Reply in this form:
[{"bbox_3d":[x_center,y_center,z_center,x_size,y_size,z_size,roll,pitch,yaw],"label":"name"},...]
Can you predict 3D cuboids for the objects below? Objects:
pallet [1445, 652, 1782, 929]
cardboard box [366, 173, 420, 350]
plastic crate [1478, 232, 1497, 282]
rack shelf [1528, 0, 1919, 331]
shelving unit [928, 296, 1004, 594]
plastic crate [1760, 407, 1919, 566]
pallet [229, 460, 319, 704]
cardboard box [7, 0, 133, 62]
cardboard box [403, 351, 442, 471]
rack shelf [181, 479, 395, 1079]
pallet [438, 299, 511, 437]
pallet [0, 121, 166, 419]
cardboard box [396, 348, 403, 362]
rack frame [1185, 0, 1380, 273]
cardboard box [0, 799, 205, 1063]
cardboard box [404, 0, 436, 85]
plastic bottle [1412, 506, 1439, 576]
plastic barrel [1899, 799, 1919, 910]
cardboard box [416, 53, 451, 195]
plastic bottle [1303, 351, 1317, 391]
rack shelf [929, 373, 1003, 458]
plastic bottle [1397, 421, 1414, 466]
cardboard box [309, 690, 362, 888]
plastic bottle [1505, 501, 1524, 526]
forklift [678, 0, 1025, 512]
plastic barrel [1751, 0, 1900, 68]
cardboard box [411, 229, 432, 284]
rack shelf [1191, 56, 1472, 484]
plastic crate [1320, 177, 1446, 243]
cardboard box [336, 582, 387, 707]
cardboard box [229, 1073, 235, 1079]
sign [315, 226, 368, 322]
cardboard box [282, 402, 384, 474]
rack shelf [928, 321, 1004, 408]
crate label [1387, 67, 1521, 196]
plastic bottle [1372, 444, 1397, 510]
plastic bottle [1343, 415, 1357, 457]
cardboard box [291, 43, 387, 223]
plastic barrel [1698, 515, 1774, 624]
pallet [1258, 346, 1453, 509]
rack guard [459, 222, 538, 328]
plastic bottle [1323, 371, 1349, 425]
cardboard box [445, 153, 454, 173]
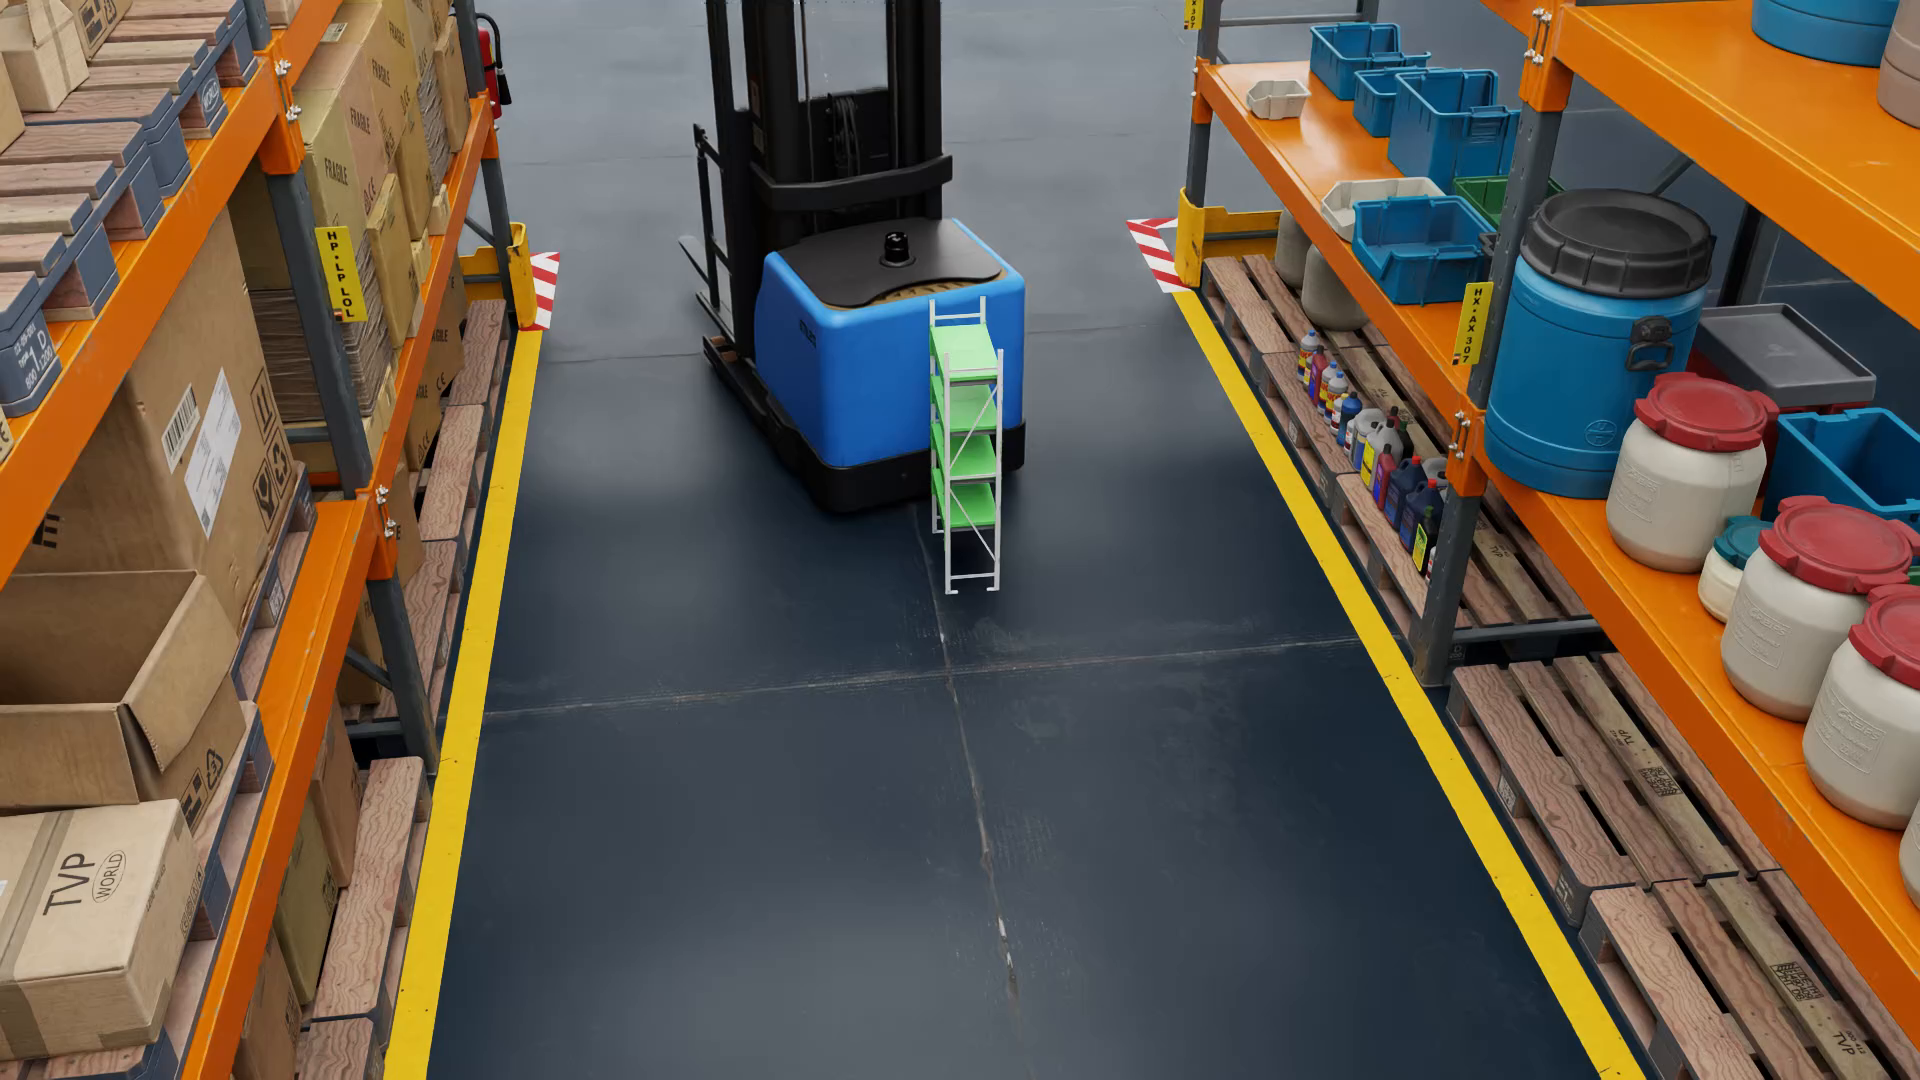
[{"bbox_3d":[2.533,0.891,6.255,1.003,0.211,1.213,-4,35,-6],"label":"pallet"},{"bbox_3d":[-2.550,-1.023,6.235,0.875,0.500,0.500,-4,35,-6],"label":"cardboard box"},{"bbox_3d":[2.445,-0.973,6.569,0.767,0.338,0.504,-4,35,-6],"label":"plastic crate"},{"bbox_3d":[2.658,-0.523,3.829,1.077,0.370,4.000,-4,35,-6],"label":"rack shelf"},{"bbox_3d":[0.022,-0.403,7.277,0.258,1.200,0.503,-4,35,-6],"label":"shelving unit"},{"bbox_3d":[2.846,-0.098,5.244,0.392,0.384,0.575,-4,35,-6],"label":"plastic crate"},{"bbox_3d":[-2.560,0.195,4.970,1.003,0.211,1.213,-4,35,-6],"label":"pallet"},{"bbox_3d":[-2.554,-1.507,4.170,0.797,0.503,0.637,-6,35,-9],"label":"cardboard box"},{"bbox_3d":[-2.810,-0.663,7.906,0.500,0.500,0.500,-1,34,-2],"label":"cardboard box"},{"bbox_3d":[-2.250,1.092,4.123,1.077,0.370,4.000,-4,35,-6],"label":"rack shelf"},{"bbox_3d":[-2.972,-0.903,8.887,1.003,0.211,1.213,-4,35,-6],"label":"pallet"},{"bbox_3d":[-2.399,-0.552,3.400,1.213,0.211,1.003,-4,35,-6],"label":"pallet"},{"bbox_3d":[-2.374,-0.777,6.450,0.380,0.149,0.250,-4,35,-6],"label":"cardboard box"},{"bbox_3d":[1.851,-2.929,9.384,1.000,3.000,0.127,-4,35,-6],"label":"rack frame"},{"bbox_3d":[-1.978,0.846,3.605,0.500,0.250,0.500,-5,35,-8],"label":"cardboard box"},{"bbox_3d":[-2.600,-2.285,7.199,0.500,0.500,0.500,-4,35,-6],"label":"cardboard box"},{"bbox_3d":[1.998,0.001,7.107,0.061,0.283,0.133,-3,34,-4],"label":"plastic bottle"},{"bbox_3d":[2.521,0.696,3.965,0.421,0.512,0.421,0,34,0],"label":"plastic barrel"},{"bbox_3d":[-2.799,-1.857,7.458,0.875,0.500,0.500,-4,35,-6],"label":"cardboard box"},{"bbox_3d":[1.800,-0.861,8.444,0.097,0.201,0.097,0,34,0],"label":"plastic bottle"},{"bbox_3d":[0.022,-0.549,7.177,0.258,0.148,0.480,-4,35,-6],"label":"rack shelf"},{"bbox_3d":[2.046,-0.403,7.699,0.061,0.283,0.133,-4,35,-6],"label":"plastic bottle"},{"bbox_3d":[-2.458,0.874,5.633,0.700,0.500,0.500,-7,35,-10],"label":"cardboard box"},{"bbox_3d":[2.549,-0.255,7.422,0.144,0.351,0.185,-4,35,-6],"label":"plastic bottle"},{"bbox_3d":[-0.759,-2.161,8.318,1.130,2.935,3.031,-15,37,-20],"label":"forklift"},{"bbox_3d":[2.673,-1.876,4.730,0.600,0.901,0.708,-4,35,-6],"label":"plastic barrel"},{"bbox_3d":[-2.465,-1.196,7.065,0.380,0.149,0.250,-4,35,-6],"label":"cardboard box"},{"bbox_3d":[2.120,-1.515,7.949,1.077,0.370,4.000,-4,35,-6],"label":"rack shelf"},{"bbox_3d":[1.920,-1.475,7.484,0.530,0.136,0.437,-4,35,-6],"label":"plastic crate"},{"bbox_3d":[-2.533,0.312,6.476,0.500,0.500,0.500,-5,35,-8],"label":"cardboard box"},{"bbox_3d":[-2.261,1.765,4.325,0.700,0.500,0.500,-2,34,-2],"label":"cardboard box"},{"bbox_3d":[-1.969,-0.844,5.297,0.100,0.325,0.005,-4,35,-6],"label":"sign"},{"bbox_3d":[-2.250,-0.360,5.838,0.380,0.149,0.250,-4,35,-6],"label":"cardboard box"},{"bbox_3d":[0.022,-0.747,7.042,0.258,0.148,0.480,-4,35,-6],"label":"rack shelf"},{"bbox_3d":[2.367,-1.937,7.897,0.502,0.435,0.616,-4,35,-6],"label":"crate label"},{"bbox_3d":[1.928,-0.288,7.531,0.061,0.283,0.133,-2,34,-3],"label":"plastic bottle"},{"bbox_3d":[1.887,-0.502,7.917,0.097,0.201,0.097,0,34,0],"label":"plastic bottle"},{"bbox_3d":[-2.396,-1.448,5.971,0.500,0.500,0.500,-4,35,-6],"label":"cardboard box"},{"bbox_3d":[2.415,0.111,5.047,0.301,0.262,0.301,0,34,0],"label":"plastic barrel"},{"bbox_3d":[2.173,-0.605,8.450,1.003,0.211,1.213,-4,35,-6],"label":"pallet"},{"bbox_3d":[-3.046,-1.478,9.475,1.175,0.500,0.348,-4,35,-6],"label":"rack guard"},{"bbox_3d":[1.846,-0.701,8.147,0.097,0.271,0.097,0,34,0],"label":"plastic bottle"},{"bbox_3d":[-2.678,-1.891,8.084,0.380,0.149,0.250,-4,35,-6],"label":"cardboard box"}]
